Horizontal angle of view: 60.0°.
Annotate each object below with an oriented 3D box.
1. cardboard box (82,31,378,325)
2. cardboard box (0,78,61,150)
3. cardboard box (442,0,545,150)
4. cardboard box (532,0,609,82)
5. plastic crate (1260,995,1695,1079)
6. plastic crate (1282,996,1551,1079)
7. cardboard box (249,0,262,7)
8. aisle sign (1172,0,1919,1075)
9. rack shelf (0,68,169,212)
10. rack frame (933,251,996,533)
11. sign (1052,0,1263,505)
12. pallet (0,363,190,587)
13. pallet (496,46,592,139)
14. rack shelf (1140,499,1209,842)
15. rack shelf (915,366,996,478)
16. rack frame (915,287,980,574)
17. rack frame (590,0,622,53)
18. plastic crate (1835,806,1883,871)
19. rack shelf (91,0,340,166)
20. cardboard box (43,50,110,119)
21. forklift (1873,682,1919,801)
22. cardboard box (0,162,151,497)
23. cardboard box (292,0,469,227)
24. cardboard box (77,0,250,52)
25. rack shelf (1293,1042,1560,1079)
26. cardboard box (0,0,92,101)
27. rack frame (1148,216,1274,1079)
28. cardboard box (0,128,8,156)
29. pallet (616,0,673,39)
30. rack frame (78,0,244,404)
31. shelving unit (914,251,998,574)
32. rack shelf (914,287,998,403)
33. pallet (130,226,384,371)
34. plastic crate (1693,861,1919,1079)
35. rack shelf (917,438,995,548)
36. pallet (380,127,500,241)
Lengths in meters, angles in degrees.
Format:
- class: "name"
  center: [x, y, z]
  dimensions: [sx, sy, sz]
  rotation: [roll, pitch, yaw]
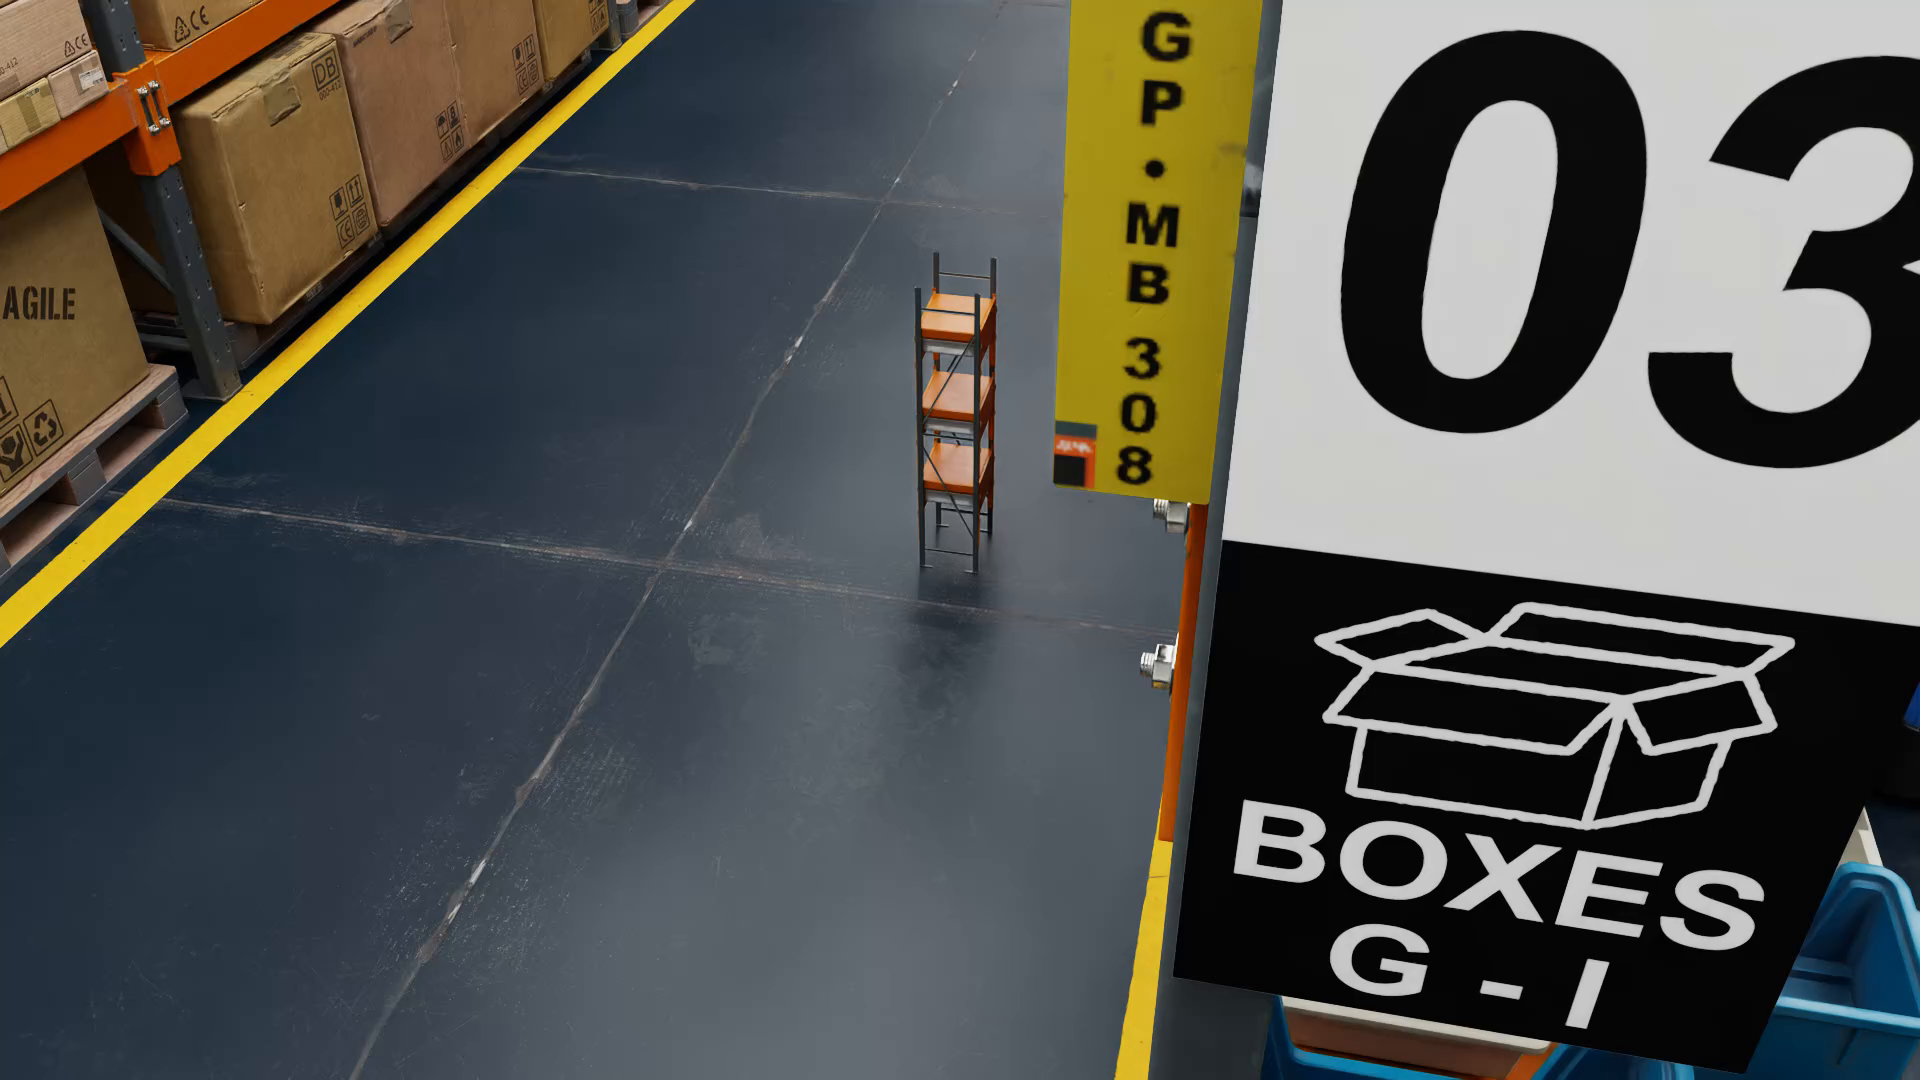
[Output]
- class: "cardboard box"
  center: [-3.219, -1.522, 6.747]
  dimensions: [1.225, 0.875, 0.875]
  rotation: [7, 37, 10]
- class: "cardboard box"
  center: [-3.136, -1.377, 5.309]
  dimensions: [0.380, 0.149, 0.250]
  rotation: [8, 37, 11]
- class: "cardboard box"
  center: [-2.847, -2.543, 8.155]
  dimensions: [1.225, 0.875, 0.875]
  rotation: [7, 37, 10]
- class: "cardboard box"
  center: [-2.649, -3.053, 8.859]
  dimensions: [1.225, 0.875, 0.875]
  rotation: [6, 36, 8]
- class: "plastic crate"
  center: [0.538, 0.817, 1.985]
  dimensions: [0.616, 0.435, 0.499]
  rotation: [7, 37, 10]
- class: "plastic crate"
  center: [0.646, 0.663, 2.452]
  dimensions: [0.396, 0.136, 0.243]
  rotation: [7, 37, 10]
- class: "cardboard box"
  center: [-2.887, -2.404, 6.426]
  dimensions: [0.500, 0.500, 0.500]
  rotation: [7, 37, 10]
- class: "aisle sign"
  center: [0.347, 0.023, 0.947]
  dimensions: [0.394, 0.787, 0.004]
  rotation: [7, 37, 10]
- class: "rack shelf"
  center: [-3.763, -0.405, 4.366]
  dimensions: [1.077, 0.370, 4.000]
  rotation: [7, 37, 10]
- class: "rack frame"
  center: [0.015, -0.464, 5.496]
  dimensions: [0.200, 1.050, 0.008]
  rotation: [7, 37, 10]
- class: "sign"
  center: [0.108, -0.161, 0.949]
  dimensions: [0.100, 0.325, 0.005]
  rotation: [7, 37, 10]
- class: "pallet"
  center: [-3.575, -0.288, 5.967]
  dimensions: [1.003, 0.211, 1.213]
  rotation: [7, 37, 10]
- class: "pallet"
  center: [-2.723, -2.565, 9.109]
  dimensions: [1.003, 0.211, 1.213]
  rotation: [7, 37, 10]
- class: "rack shelf"
  center: [1.076, -0.999, 2.629]
  dimensions: [1.077, 0.370, 4.000]
  rotation: [7, 37, 10]
- class: "rack shelf"
  center: [-0.011, -0.386, 5.406]
  dimensions: [0.215, 0.259, 0.240]
  rotation: [7, 37, 10]
- class: "rack frame"
  center: [-0.037, -0.324, 5.303]
  dimensions: [0.200, 1.050, 0.008]
  rotation: [7, 37, 10]
- class: "rack frame"
  center: [-2.481, -4.136, 8.901]
  dimensions: [1.000, 3.000, 0.127]
  rotation: [7, 37, 10]
- class: "plastic crate"
  center: [1.317, 0.491, 2.690]
  dimensions: [0.250, 0.136, 0.298]
  rotation: [7, 37, 10]
- class: "rack shelf"
  center: [-2.909, -2.698, 7.530]
  dimensions: [1.077, 0.370, 4.000]
  rotation: [7, 37, 10]
- class: "cardboard box"
  center: [-3.081, -1.525, 5.513]
  dimensions: [0.380, 0.149, 0.250]
  rotation: [8, 37, 10]
- class: "forklift"
  center: [3.443, -1.196, 4.903]
  dimensions: [1.130, 2.935, 3.031]
  rotation: [10, 37, 13]
- class: "cardboard box"
  center: [-3.555, -0.784, 5.729]
  dimensions: [0.875, 0.875, 0.875]
  rotation: [7, 37, 10]
- class: "cardboard box"
  center: [-3.029, -2.035, 7.454]
  dimensions: [1.225, 0.875, 0.875]
  rotation: [6, 36, 8]
- class: "cardboard box"
  center: [-2.993, -2.116, 6.028]
  dimensions: [0.500, 0.500, 0.500]
  rotation: [7, 37, 10]
- class: "rack shelf"
  center: [1.076, 0.216, 3.509]
  dimensions: [1.077, 0.370, 4.000]
  rotation: [7, 37, 10]
- class: "cardboard box"
  center: [-3.174, -1.617, 5.299]
  dimensions: [0.500, 0.250, 0.500]
  rotation: [7, 36, 9]
- class: "rack frame"
  center: [0.649, 1.071, 1.716]
  dimensions: [1.000, 3.000, 0.127]
  rotation: [7, 37, 10]
- class: "cardboard box"
  center: [-3.191, -1.231, 5.106]
  dimensions: [0.380, 0.149, 0.250]
  rotation: [7, 36, 9]
- class: "pallet"
  center: [-2.313, -3.455, 10.337]
  dimensions: [1.003, 0.211, 1.213]
  rotation: [7, 37, 10]
- class: "rack frame"
  center: [-3.336, -1.843, 5.737]
  dimensions: [1.000, 3.000, 0.127]
  rotation: [7, 37, 10]
- class: "shelving unit"
  center: [-0.011, -0.394, 5.400]
  dimensions: [0.215, 1.050, 0.252]
  rotation: [7, 37, 10]
- class: "rack shelf"
  center: [-0.011, -0.616, 5.239]
  dimensions: [0.215, 0.259, 0.240]
  rotation: [7, 37, 10]
- class: "pallet"
  center: [-3.245, -1.166, 7.178]
  dimensions: [1.003, 0.211, 1.213]
  rotation: [7, 37, 10]
- class: "plastic crate"
  center: [1.163, 0.637, 2.407]
  dimensions: [0.416, 0.233, 0.300]
  rotation: [7, 37, 10]
- class: "rack shelf"
  center: [-0.011, -0.161, 5.569]
  dimensions: [0.215, 0.259, 0.240]
  rotation: [7, 37, 10]
- class: "pallet"
  center: [-2.986, -1.867, 8.146]
  dimensions: [1.003, 0.211, 1.213]
  rotation: [7, 37, 10]
